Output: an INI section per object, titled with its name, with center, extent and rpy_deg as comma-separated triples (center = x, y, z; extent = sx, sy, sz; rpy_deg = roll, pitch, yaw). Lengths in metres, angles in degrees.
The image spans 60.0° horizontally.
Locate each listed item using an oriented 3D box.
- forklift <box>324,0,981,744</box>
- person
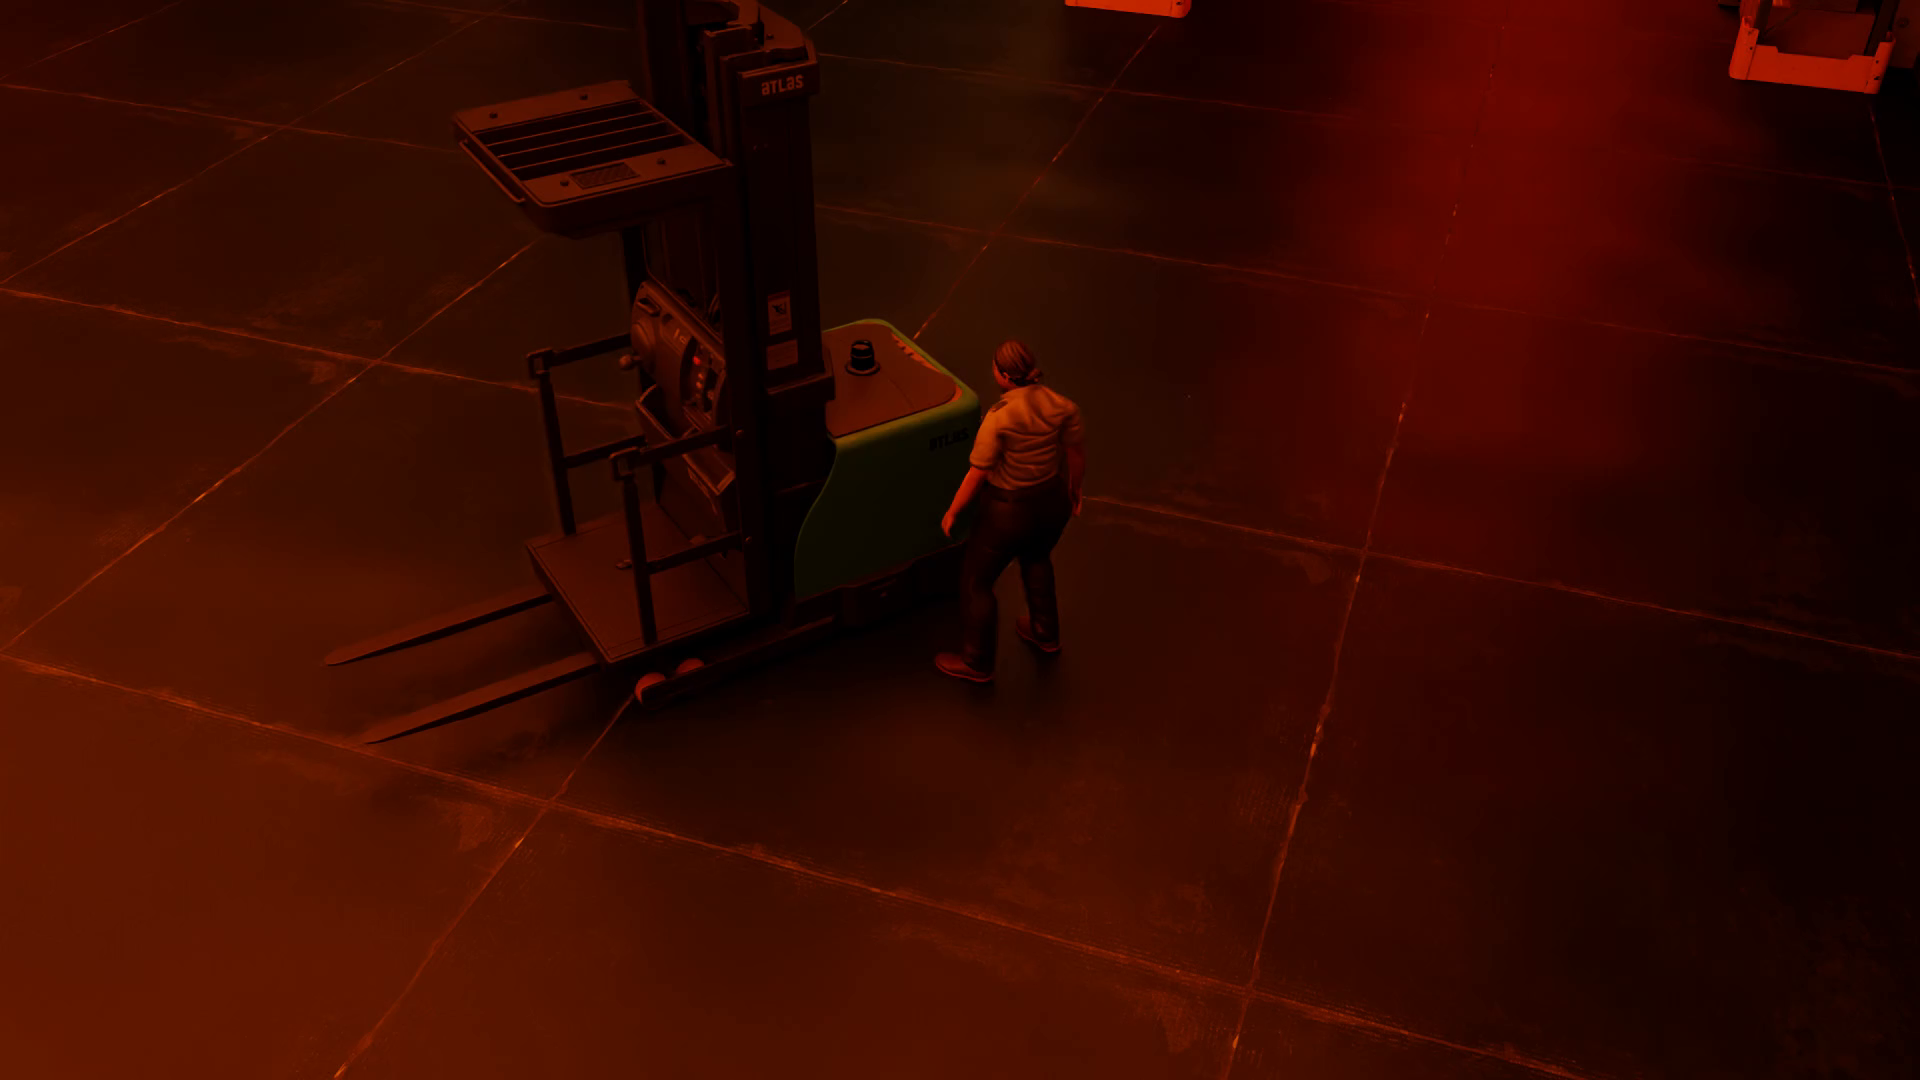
[forklift]
center = -1.411, -0.776, 7.205
extent = 3.031, 2.935, 1.130
rpy_deg = -20, 40, -25
[person]
center = 0.246, -0.130, 7.437
extent = 0.741, 1.615, 0.342
rpy_deg = -21, 40, -27
